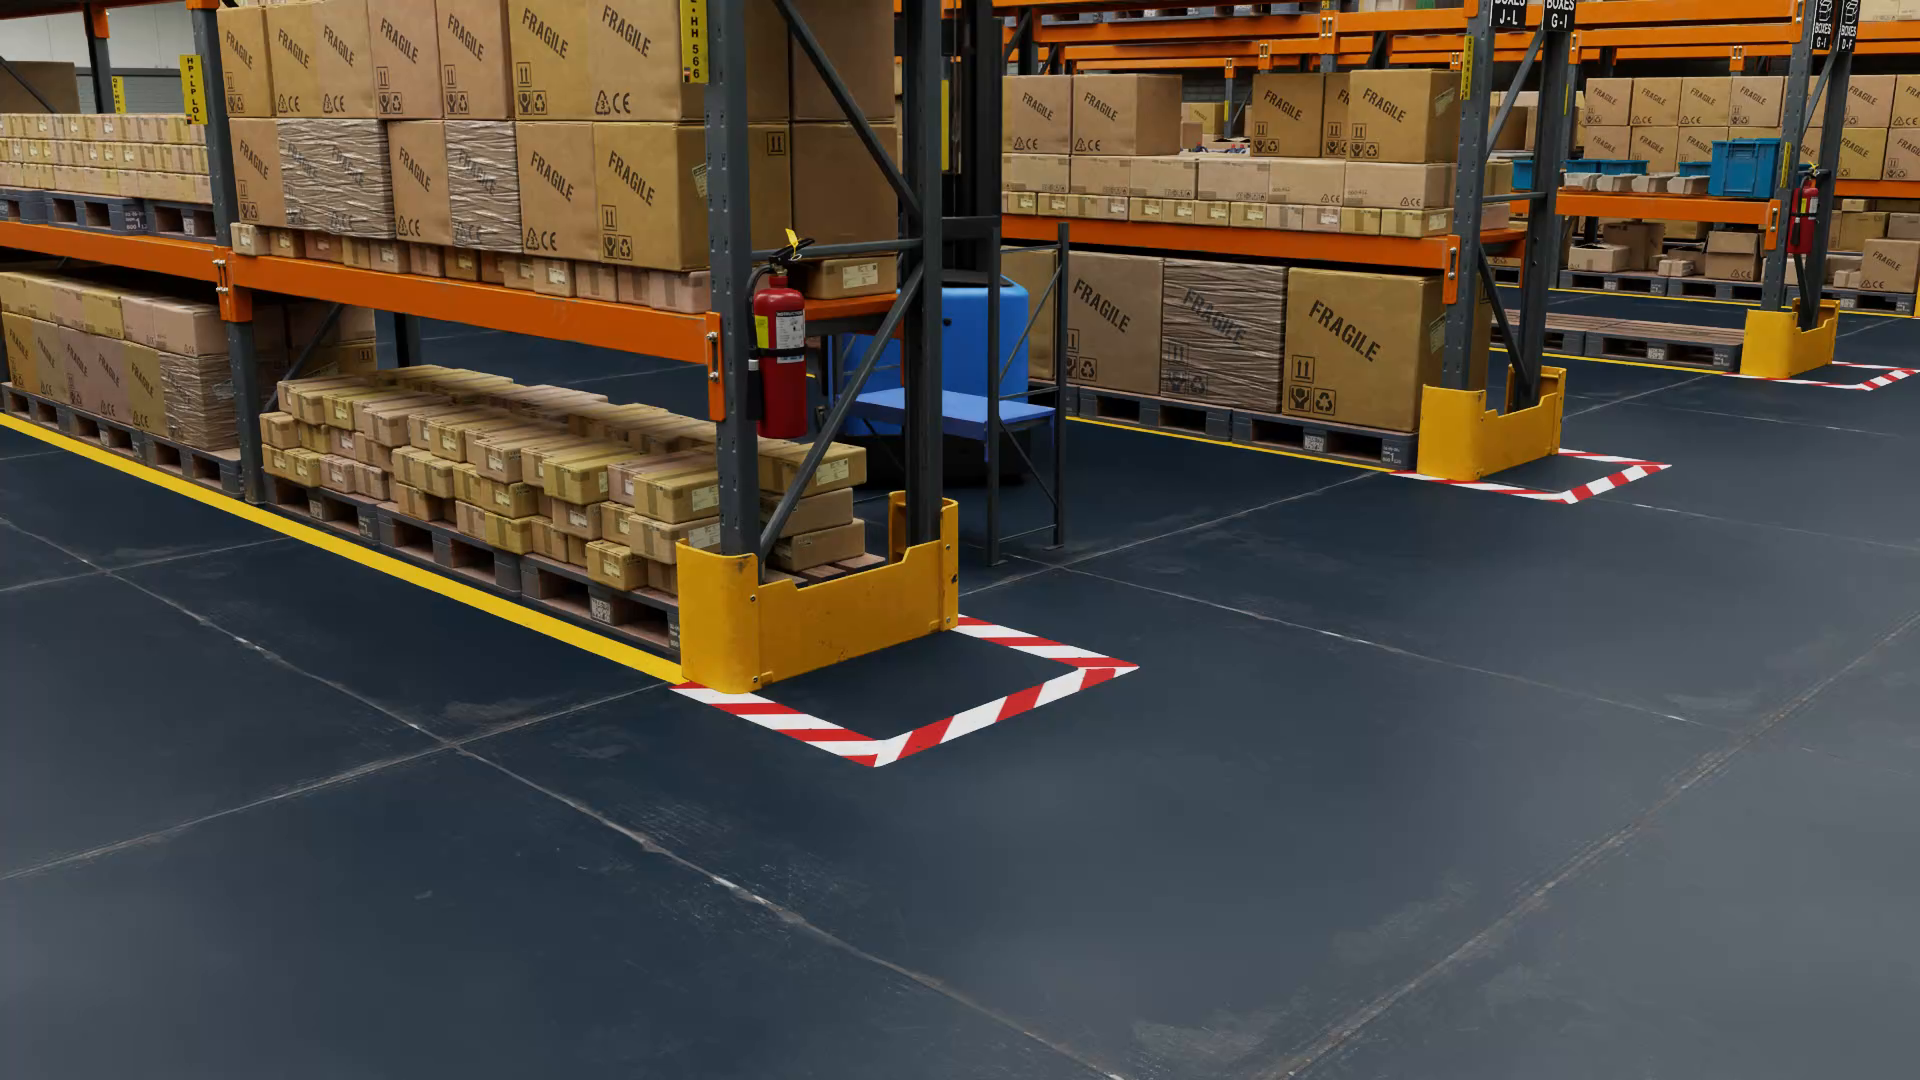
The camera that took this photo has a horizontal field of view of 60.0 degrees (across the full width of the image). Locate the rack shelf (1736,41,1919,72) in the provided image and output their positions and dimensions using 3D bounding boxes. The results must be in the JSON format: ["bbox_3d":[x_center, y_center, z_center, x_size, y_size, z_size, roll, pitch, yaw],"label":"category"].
[{"bbox_3d":[11.935,-6.057,20.708,4.000,0.370,1.077,14,20,42],"label":"rack shelf"}]

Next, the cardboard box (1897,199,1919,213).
[{"bbox_3d":[12.116,-4.252,21.139,0.250,0.149,0.380,14,20,43],"label":"cardboard box"}]

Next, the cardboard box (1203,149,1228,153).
[{"bbox_3d":[3.340,-5.090,22.015,0.250,0.149,0.380,14,20,42],"label":"cardboard box"}]

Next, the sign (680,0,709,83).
[{"bbox_3d":[-0.855,-1.640,5.354,0.005,0.325,0.100,14,20,42],"label":"sign"}]

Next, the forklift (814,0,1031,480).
[{"bbox_3d":[-0.331,-2.063,10.035,1.130,2.935,3.031,-2,15,-8],"label":"forklift"}]

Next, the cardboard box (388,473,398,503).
[{"bbox_3d":[-2.454,-0.269,7.836,0.250,0.149,0.380,13,19,40],"label":"cardboard box"}]

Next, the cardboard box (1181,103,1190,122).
[{"bbox_3d":[3.818,-7.117,28.067,0.500,0.500,0.500,14,20,42],"label":"cardboard box"}]

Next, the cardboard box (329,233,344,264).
[{"bbox_3d":[-2.701,-1.376,7.762,0.250,0.149,0.380,13,19,40],"label":"cardboard box"}]

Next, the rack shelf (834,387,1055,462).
[{"bbox_3d":[-0.061,-0.567,7.846,1.000,0.185,0.538,14,20,42],"label":"rack shelf"}]

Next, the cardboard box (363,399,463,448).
[{"bbox_3d":[-2.527,-0.543,7.707,0.380,0.149,0.250,-14,20,-43],"label":"cardboard box"}]

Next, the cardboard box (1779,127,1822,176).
[{"bbox_3d":[8.696,-3.960,16.982,0.500,0.500,0.500,14,20,43],"label":"cardboard box"}]

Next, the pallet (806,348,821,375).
[{"bbox_3d":[-0.427,-1.379,12.804,1.213,0.211,1.003,14,20,42],"label":"pallet"}]

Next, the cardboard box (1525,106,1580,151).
[{"bbox_3d":[6.873,-4.779,19.294,0.500,0.500,0.700,7,16,24],"label":"cardboard box"}]

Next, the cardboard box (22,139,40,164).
[{"bbox_3d":[-5.615,-2.435,10.405,0.250,0.149,0.380,13,19,41],"label":"cardboard box"}]

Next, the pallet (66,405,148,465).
[{"bbox_3d":[-4.779,-0.724,10.293,1.213,0.211,1.003,14,20,42],"label":"pallet"}]

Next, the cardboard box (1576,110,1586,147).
[{"bbox_3d":[8.895,-5.804,23.432,0.500,0.500,0.500,-14,20,-43],"label":"cardboard box"}]

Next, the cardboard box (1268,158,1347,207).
[{"bbox_3d":[2.162,-2.104,9.764,0.500,0.250,0.500,13,20,41],"label":"cardboard box"}]

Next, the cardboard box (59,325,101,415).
[{"bbox_3d":[-5.145,-1.071,10.219,0.500,0.500,0.500,13,19,41],"label":"cardboard box"}]

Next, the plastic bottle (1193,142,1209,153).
[{"bbox_3d":[2.464,-3.897,17.038,0.185,0.351,0.144,14,20,42],"label":"plastic bottle"}]

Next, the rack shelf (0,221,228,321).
[{"bbox_3d":[-4.775,-1.726,10.034,4.000,0.370,1.077,14,20,42],"label":"rack shelf"}]

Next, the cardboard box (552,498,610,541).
[{"bbox_3d":[-1.409,-0.123,6.686,0.250,0.149,0.380,13,19,40],"label":"cardboard box"}]

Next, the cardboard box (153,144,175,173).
[{"bbox_3d":[-4.126,-2.073,9.015,0.380,0.149,0.250,-13,20,-42],"label":"cardboard box"}]

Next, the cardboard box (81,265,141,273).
[{"bbox_3d":[-5.540,-1.708,11.177,0.500,0.250,0.500,13,19,41],"label":"cardboard box"}]

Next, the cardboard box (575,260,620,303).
[{"bbox_3d":[-1.230,-1.000,6.318,0.250,0.149,0.380,13,20,42],"label":"cardboard box"}]

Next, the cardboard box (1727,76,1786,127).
[{"bbox_3d":[8.317,-4.532,17.196,0.500,0.500,0.500,-14,20,-42],"label":"cardboard box"}]

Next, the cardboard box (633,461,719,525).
[{"bbox_3d":[-1.013,-0.182,6.324,0.250,0.149,0.380,14,20,43],"label":"cardboard box"}]

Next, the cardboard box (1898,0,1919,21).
[{"bbox_3d":[9.386,-5.125,16.001,0.500,0.250,0.500,14,20,42],"label":"cardboard box"}]

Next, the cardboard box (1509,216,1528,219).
[{"bbox_3d":[6.488,-3.628,19.990,0.500,0.500,0.500,14,20,43],"label":"cardboard box"}]

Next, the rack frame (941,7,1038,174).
[{"bbox_3d":[0.180,-2.607,11.987,0.127,3.000,1.000,14,20,42],"label":"rack frame"}]

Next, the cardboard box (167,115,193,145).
[{"bbox_3d":[-3.954,-2.175,8.817,0.250,0.149,0.380,13,19,41],"label":"cardboard box"}]

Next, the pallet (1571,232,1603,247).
[{"bbox_3d":[9.005,-4.289,23.976,1.213,0.211,1.003,14,20,42],"label":"pallet"}]

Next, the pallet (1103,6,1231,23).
[{"bbox_3d":[2.168,-5.183,16.301,1.213,0.211,1.003,14,20,42],"label":"pallet"}]

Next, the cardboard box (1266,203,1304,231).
[{"bbox_3d":[2.027,-1.921,9.854,0.250,0.149,0.380,14,20,43],"label":"cardboard box"}]

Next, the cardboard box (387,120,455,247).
[{"bbox_3d":[-2.048,-1.515,7.011,0.500,0.500,0.500,-13,20,-41],"label":"cardboard box"}]

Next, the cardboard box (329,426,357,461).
[{"bbox_3d":[-2.851,-0.506,8.156,0.250,0.149,0.380,14,20,42],"label":"cardboard box"}]

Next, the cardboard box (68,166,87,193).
[{"bbox_3d":[-5.077,-2.159,9.935,0.250,0.149,0.380,14,20,43],"label":"cardboard box"}]

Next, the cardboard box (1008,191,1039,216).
[{"bbox_3d":[0.542,-2.281,11.235,0.380,0.149,0.250,-14,20,-42],"label":"cardboard box"}]

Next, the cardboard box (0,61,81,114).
[{"bbox_3d":[-6.531,-3.037,11.456,0.500,0.500,0.700,14,20,42],"label":"cardboard box"}]

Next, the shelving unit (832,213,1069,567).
[{"bbox_3d":[-0.061,-0.741,7.800,1.048,1.500,0.538,14,20,42],"label":"shelving unit"}]

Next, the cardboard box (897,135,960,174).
[{"bbox_3d":[-0.346,-2.687,12.098,0.500,0.500,0.500,14,20,42],"label":"cardboard box"}]

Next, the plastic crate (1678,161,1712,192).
[{"bbox_3d":[6.075,-2.972,13.602,0.300,0.233,0.416,14,20,42],"label":"plastic crate"}]

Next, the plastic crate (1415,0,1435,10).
[{"bbox_3d":[4.133,-4.835,15.012,0.662,0.188,0.450,14,20,42],"label":"plastic crate"}]

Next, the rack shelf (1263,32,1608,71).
[{"bbox_3d":[5.619,-5.858,19.941,4.000,0.370,1.077,14,20,42],"label":"rack shelf"}]

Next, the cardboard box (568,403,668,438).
[{"bbox_3d":[-1.558,-0.516,7.603,0.250,0.149,0.380,14,20,43],"label":"cardboard box"}]

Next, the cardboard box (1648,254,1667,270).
[{"bbox_3d":[7.978,-3.134,18.794,0.250,0.149,0.380,14,20,42],"label":"cardboard box"}]

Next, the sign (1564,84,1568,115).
[{"bbox_3d":[6.676,-4.863,18.350,0.005,0.325,0.100,14,20,42],"label":"sign"}]

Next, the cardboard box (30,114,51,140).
[{"bbox_3d":[-5.457,-2.541,10.220,0.250,0.149,0.380,13,19,40],"label":"cardboard box"}]

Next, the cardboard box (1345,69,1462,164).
[{"bbox_3d":[2.527,-2.378,9.331,0.500,0.500,0.500,14,20,43],"label":"cardboard box"}]

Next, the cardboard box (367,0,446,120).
[{"bbox_3d":[-2.086,-2.005,6.907,0.500,0.500,0.500,13,19,40],"label":"cardboard box"}]

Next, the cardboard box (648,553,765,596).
[{"bbox_3d":[-0.979,0.098,6.428,0.250,0.149,0.380,14,20,43],"label":"cardboard box"}]

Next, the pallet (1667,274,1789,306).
[{"bbox_3d":[8.435,-2.721,17.956,1.213,0.211,1.003,14,20,42],"label":"pallet"}]

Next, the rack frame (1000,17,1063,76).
[{"bbox_3d":[0.739,-4.206,18.124,0.127,3.000,1.000,14,20,42],"label":"rack frame"}]

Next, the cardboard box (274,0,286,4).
[{"bbox_3d":[-7.296,-5.919,18.259,0.250,0.149,0.380,13,20,42],"label":"cardboard box"}]
